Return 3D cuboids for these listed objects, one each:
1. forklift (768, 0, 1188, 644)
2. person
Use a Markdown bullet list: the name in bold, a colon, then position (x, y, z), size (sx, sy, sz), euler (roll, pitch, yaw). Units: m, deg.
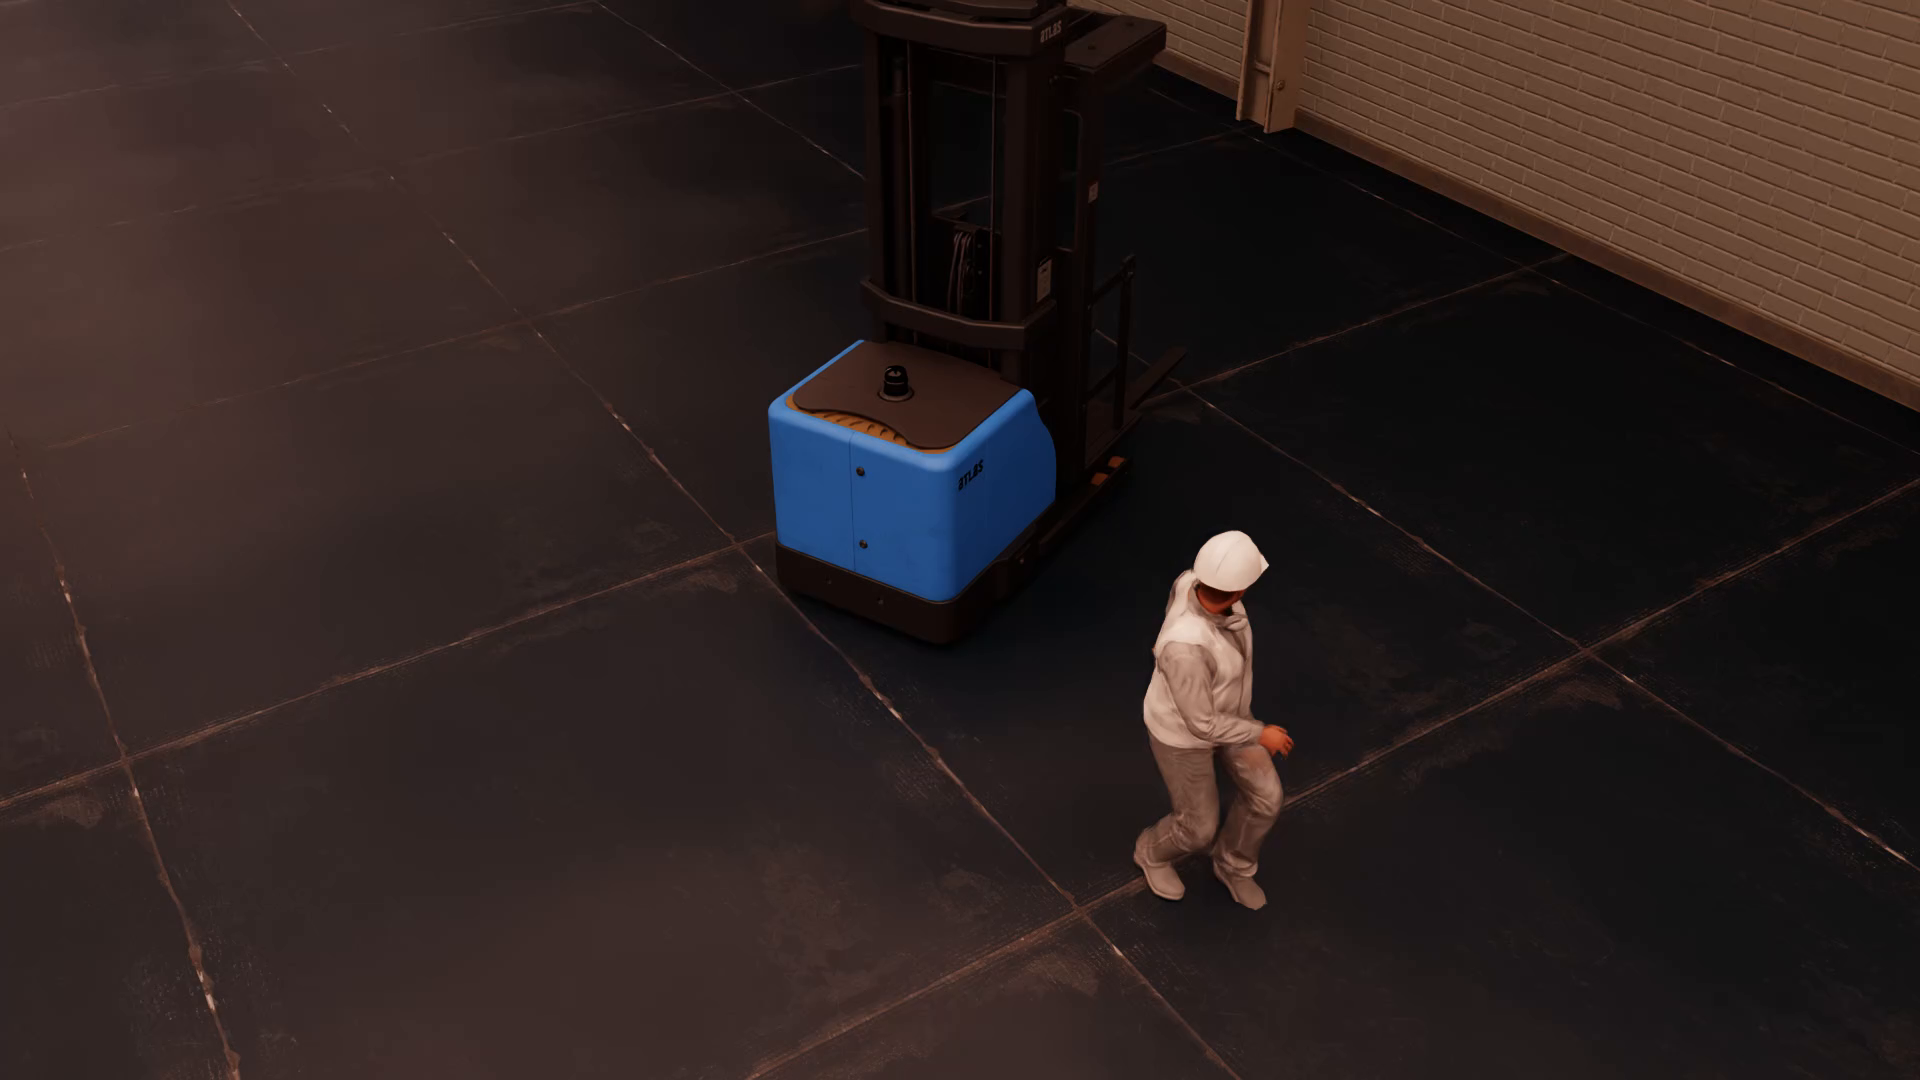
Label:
- **forklift**: position (0.287, -1.525, 8.319), size (1.130, 2.935, 3.031), euler (19, 40, 25)
- **person**: position (0.905, 0.690, 6.281), size (0.769, 1.769, 0.621), euler (27, 43, 33)
